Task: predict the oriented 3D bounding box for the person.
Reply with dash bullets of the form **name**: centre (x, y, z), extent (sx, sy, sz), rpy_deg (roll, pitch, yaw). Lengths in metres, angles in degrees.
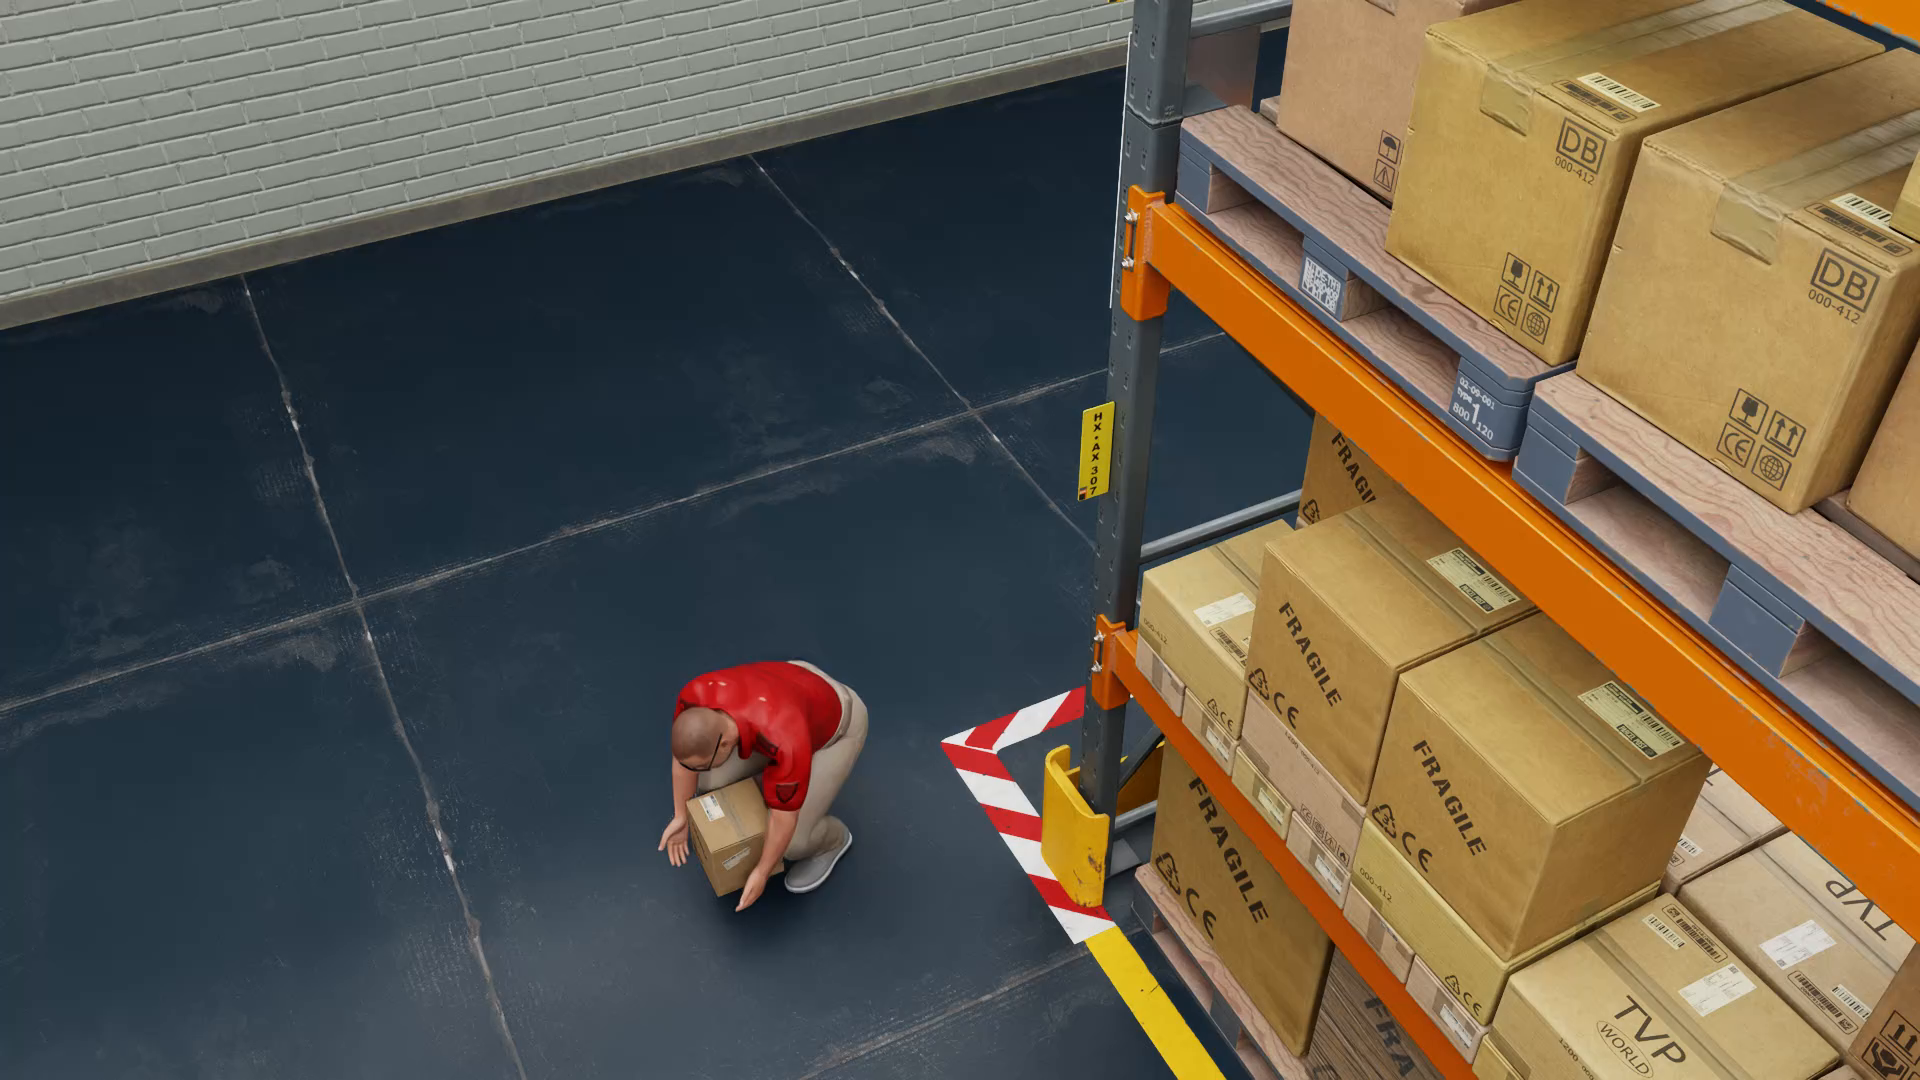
- **person**: centre (-0.654, 0.786, 5.759), extent (0.577, 1.087, 0.824), rpy_deg (29, 49, 29)
